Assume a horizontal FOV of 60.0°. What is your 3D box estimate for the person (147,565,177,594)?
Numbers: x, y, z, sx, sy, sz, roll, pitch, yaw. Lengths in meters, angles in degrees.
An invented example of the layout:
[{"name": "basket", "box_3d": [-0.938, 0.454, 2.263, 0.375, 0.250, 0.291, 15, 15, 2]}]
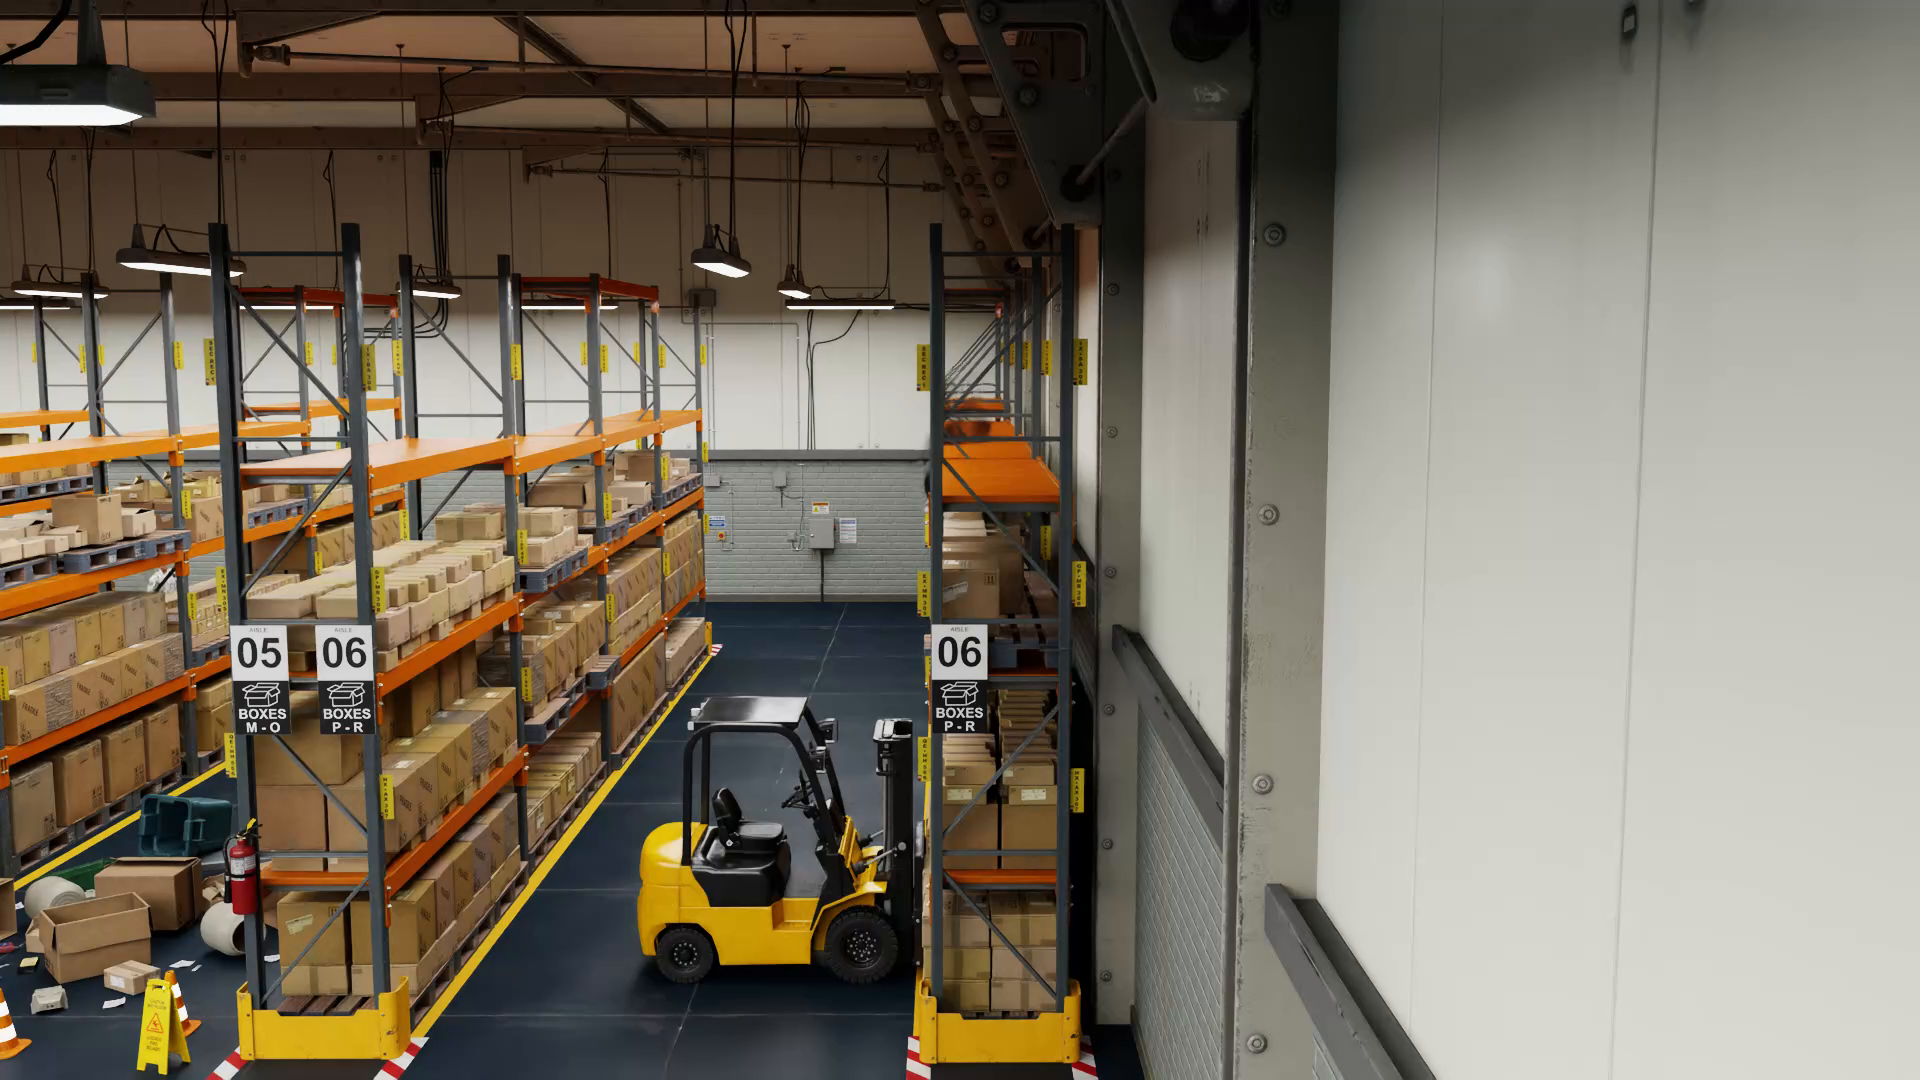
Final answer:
[{"name": "person", "box_3d": [-13.537, 1.046, 28.441, 0.518, 1.620, 0.650, 7, 9, 44]}]
